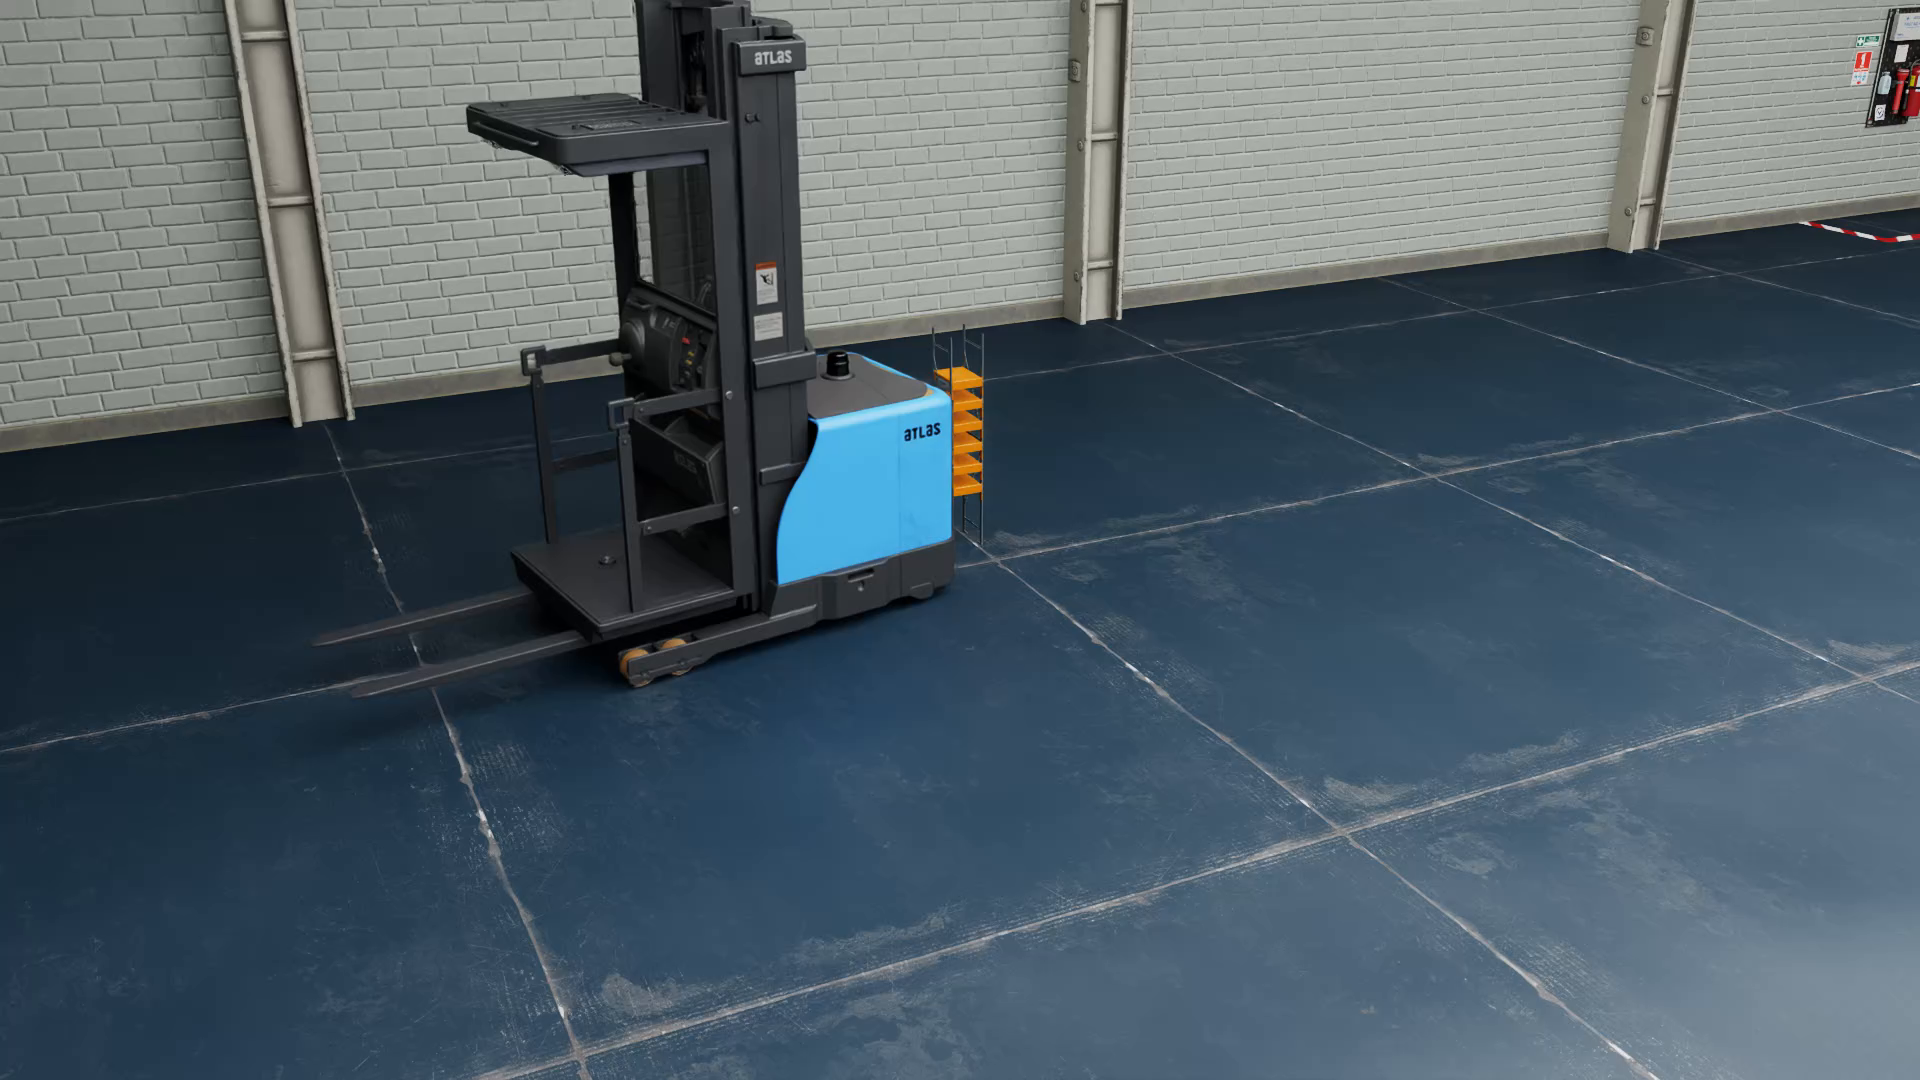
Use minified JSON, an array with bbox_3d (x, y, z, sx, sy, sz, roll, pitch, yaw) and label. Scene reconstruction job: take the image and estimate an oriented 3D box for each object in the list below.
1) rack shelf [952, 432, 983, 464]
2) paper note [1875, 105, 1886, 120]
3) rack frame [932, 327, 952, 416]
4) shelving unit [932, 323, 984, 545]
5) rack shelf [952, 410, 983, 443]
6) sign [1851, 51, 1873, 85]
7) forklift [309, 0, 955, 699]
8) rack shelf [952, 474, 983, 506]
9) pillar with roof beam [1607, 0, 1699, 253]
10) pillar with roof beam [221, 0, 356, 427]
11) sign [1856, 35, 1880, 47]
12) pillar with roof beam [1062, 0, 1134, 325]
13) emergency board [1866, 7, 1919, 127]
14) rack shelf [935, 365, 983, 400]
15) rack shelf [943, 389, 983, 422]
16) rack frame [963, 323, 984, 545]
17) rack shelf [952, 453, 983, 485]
[{"bbox_3d":[-0.013,-0.511,9.032,0.180,0.103,0.258,-10,25,-24],"label":"rack shelf"},{"bbox_3d":[9.464,-4.396,17.100,0.142,0.148,0.016,-10,25,-24],"label":"paper note"},{"bbox_3d":[-0.095,-0.537,8.978,0.006,1.200,0.240,-10,25,-24],"label":"rack frame"},{"bbox_3d":[-0.013,-0.552,9.015,0.189,1.200,0.258,-10,25,-24],"label":"shelving unit"},{"bbox_3d":[-0.013,-0.622,8.986,0.180,0.103,0.258,-10,25,-24],"label":"rack shelf"},{"bbox_3d":[9.111,-4.769,16.802,0.234,0.329,0.001,-10,25,-24],"label":"sign"},{"bbox_3d":[-1.528,-0.913,7.624,3.031,2.935,1.130,-15,27,-32],"label":"forklift"},{"bbox_3d":[-0.013,-0.289,9.124,0.180,0.103,0.258,-10,25,-24],"label":"rack shelf"},{"bbox_3d":[8.358,-5.498,10.767,0.400,9.000,9.100,-10,25,-24],"label":"pillar with roof beam"},{"bbox_3d":[-2.455,-3.508,5.959,0.400,9.000,9.100,-10,25,-24],"label":"pillar with roof beam"},{"bbox_3d":[9.119,-5.011,16.695,0.331,0.109,0.001,-10,25,-24],"label":"sign"},{"bbox_3d":[2.951,-4.503,8.363,0.400,9.000,9.100,-10,25,-24],"label":"pillar with roof beam"},{"bbox_3d":[9.654,-4.809,16.945,0.643,1.169,0.194,-10,25,-24],"label":"emergency board"},{"bbox_3d":[-0.013,-0.844,8.894,0.180,0.103,0.258,-10,25,-24],"label":"rack shelf"},{"bbox_3d":[-0.013,-0.733,8.940,0.180,0.103,0.258,-10,25,-24],"label":"rack shelf"},{"bbox_3d":[0.069,-0.567,9.051,0.006,1.200,0.240,-10,25,-24],"label":"rack frame"},{"bbox_3d":[-0.013,-0.400,9.078,0.180,0.103,0.258,-10,25,-24],"label":"rack shelf"}]
